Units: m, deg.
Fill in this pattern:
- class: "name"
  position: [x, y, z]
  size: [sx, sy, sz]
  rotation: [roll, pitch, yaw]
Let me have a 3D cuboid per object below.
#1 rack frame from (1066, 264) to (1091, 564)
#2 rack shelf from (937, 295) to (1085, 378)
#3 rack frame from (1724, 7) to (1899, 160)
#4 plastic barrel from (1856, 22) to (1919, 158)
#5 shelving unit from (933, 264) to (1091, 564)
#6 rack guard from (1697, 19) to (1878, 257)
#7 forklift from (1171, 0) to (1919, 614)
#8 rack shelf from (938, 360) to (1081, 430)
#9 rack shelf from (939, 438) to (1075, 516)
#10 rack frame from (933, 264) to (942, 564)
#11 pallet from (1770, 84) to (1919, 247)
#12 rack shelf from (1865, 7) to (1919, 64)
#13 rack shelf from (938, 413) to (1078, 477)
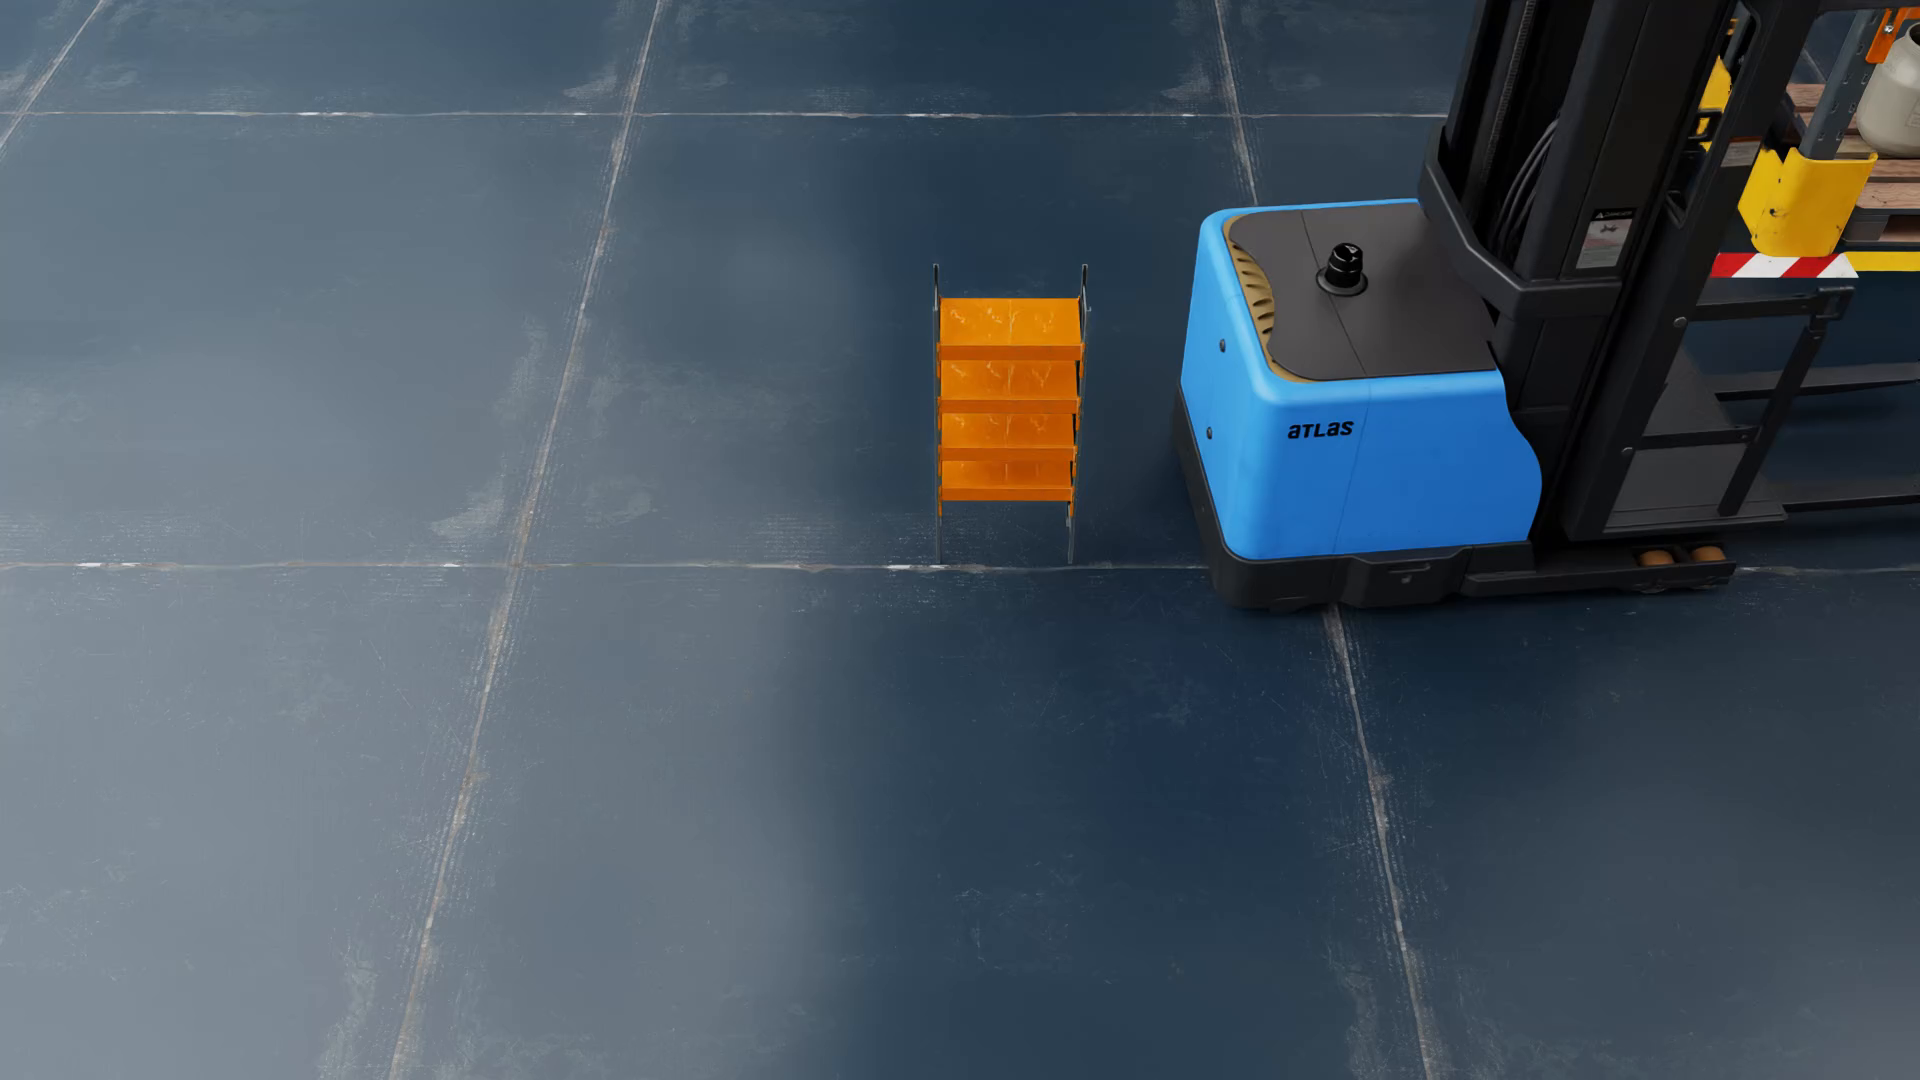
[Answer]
- class: "rack frame"
  position: [0.410, -0.408, 5.810]
  size: [0.015, 1.200, 0.240]
  rotation: [0, 47, 0]
- class: "rack shelf"
  position: [0.166, -0.676, 5.523]
  size: [0.480, 0.148, 0.258]
  rotation: [0, 47, 0]
- class: "rack frame"
  position: [3.672, -2.680, 6.695]
  size: [0.127, 3.000, 1.000]
  rotation: [0, 47, 0]
- class: "plastic barrel"
  position: [4.331, -2.029, 7.502]
  size: [0.421, 0.512, 0.421]
  rotation: [0, 47, 0]
- class: "shelving unit"
  position: [0.166, -0.408, 5.810]
  size: [0.503, 1.200, 0.258]
  rotation: [0, 47, 0]
- class: "rack guard"
  position: [3.748, -1.862, 7.642]
  size: [0.348, 0.500, 1.175]
  rotation: [0, 47, 0]
- class: "forklift"
  position: [2.383, -1.188, 5.354]
  size: [3.031, 2.935, 1.130]
  rotation: [-4, 47, -4]
- class: "rack shelf"
  position: [0.166, -0.515, 5.696]
  size: [0.480, 0.148, 0.258]
  rotation: [0, 47, 0]
- class: "rack shelf"
  position: [0.166, -0.227, 6.005]
  size: [0.480, 0.148, 0.258]
  rotation: [0, 47, 0]
- class: "rack frame"
  position: [-0.078, -0.409, 5.811]
  size: [0.015, 1.200, 0.240]
  rotation: [0, 47, 0]
- class: "pallet"
  position: [4.561, -1.758, 7.742]
  size: [1.213, 0.211, 1.003]
  rotation: [0, 47, 0]
- class: "rack shelf"
  position: [5.672, -2.429, 6.953]
  size: [4.000, 0.370, 1.077]
  rotation: [0, 47, 0]
- class: "rack shelf"
  position: [0.166, -0.363, 5.860]
  size: [0.480, 0.148, 0.258]
  rotation: [0, 47, 0]
